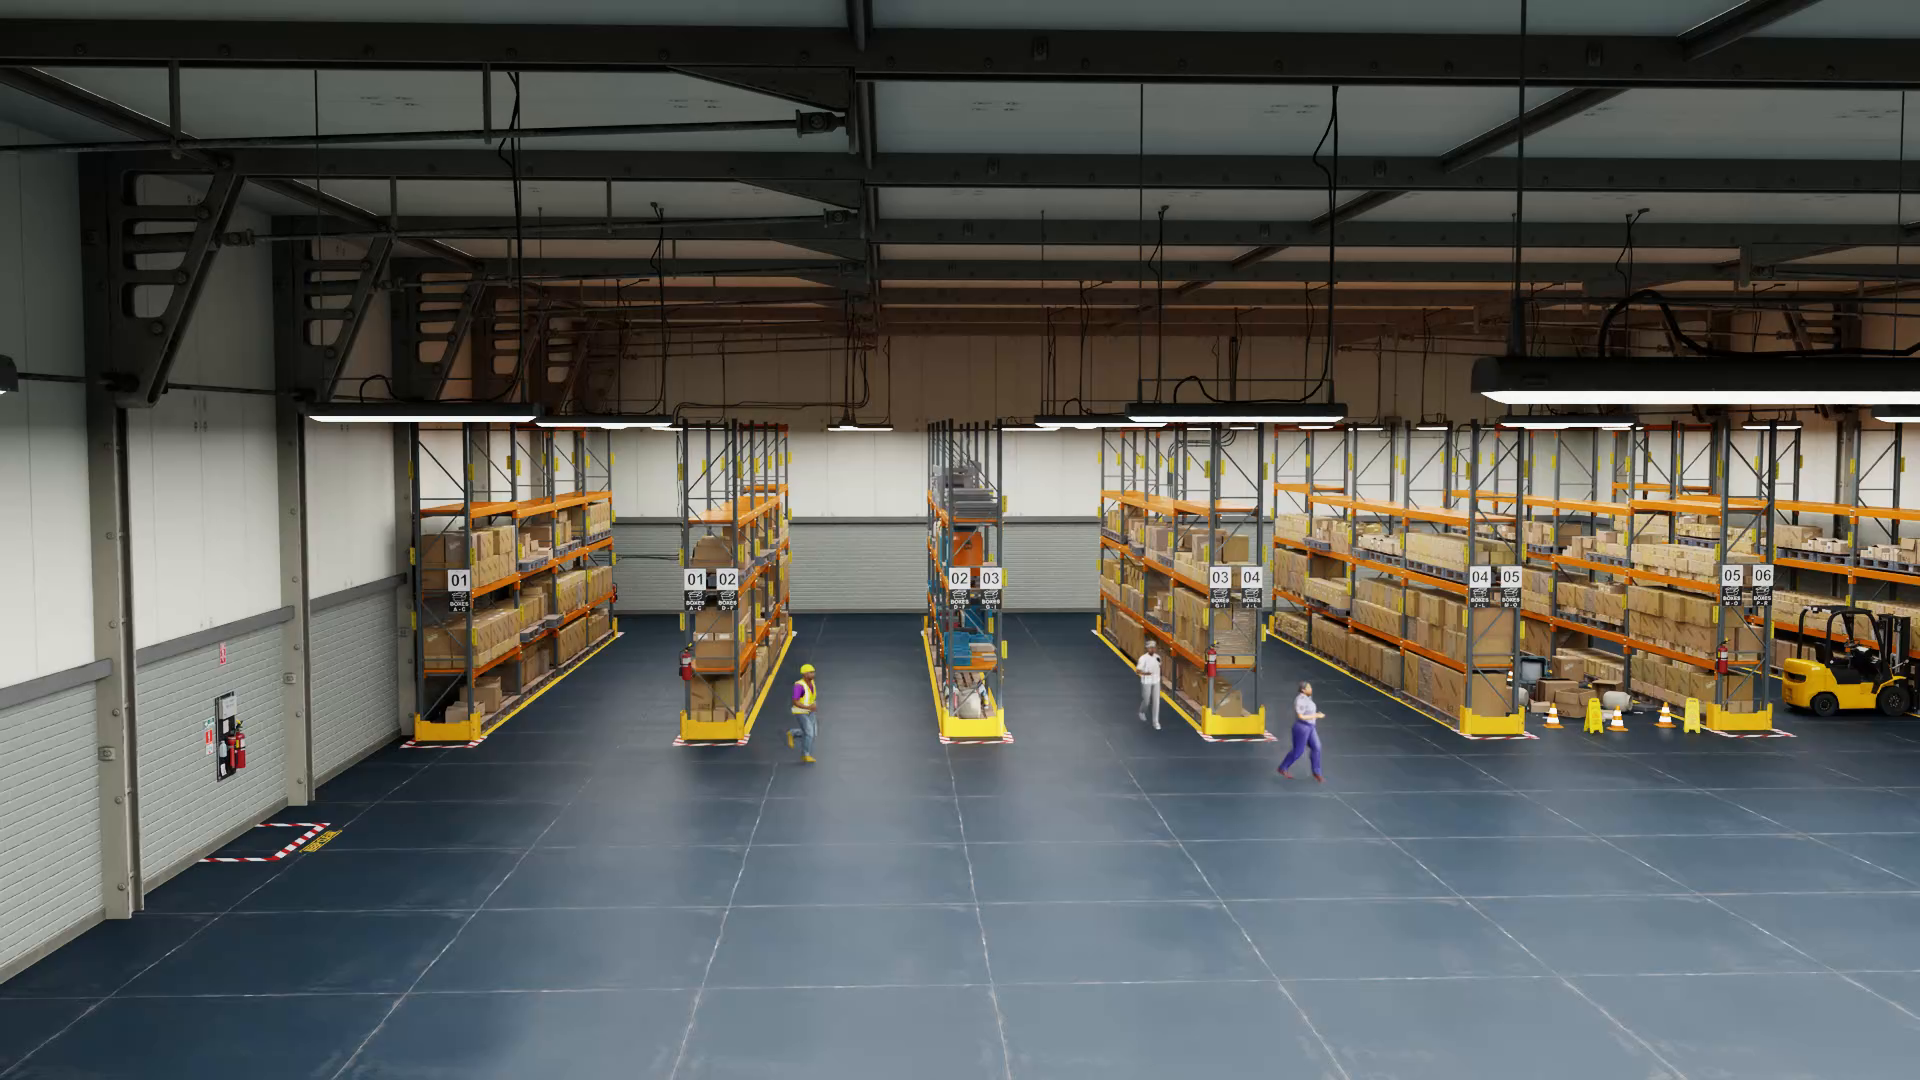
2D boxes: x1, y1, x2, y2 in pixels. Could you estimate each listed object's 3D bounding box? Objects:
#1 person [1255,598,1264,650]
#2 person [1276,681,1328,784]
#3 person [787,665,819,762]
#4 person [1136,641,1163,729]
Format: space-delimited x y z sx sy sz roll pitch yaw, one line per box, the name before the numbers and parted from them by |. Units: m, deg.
person | 7.828 2.047 44.370 0.577 1.699 0.942 0 4 3
person | 5.611 3.163 27.272 0.816 1.692 0.593 2 4 29
person | -2.732 3.020 29.079 0.687 1.715 0.744 1 4 21
person | 3.710 2.784 32.331 0.583 1.674 0.912 -1 4 -10
